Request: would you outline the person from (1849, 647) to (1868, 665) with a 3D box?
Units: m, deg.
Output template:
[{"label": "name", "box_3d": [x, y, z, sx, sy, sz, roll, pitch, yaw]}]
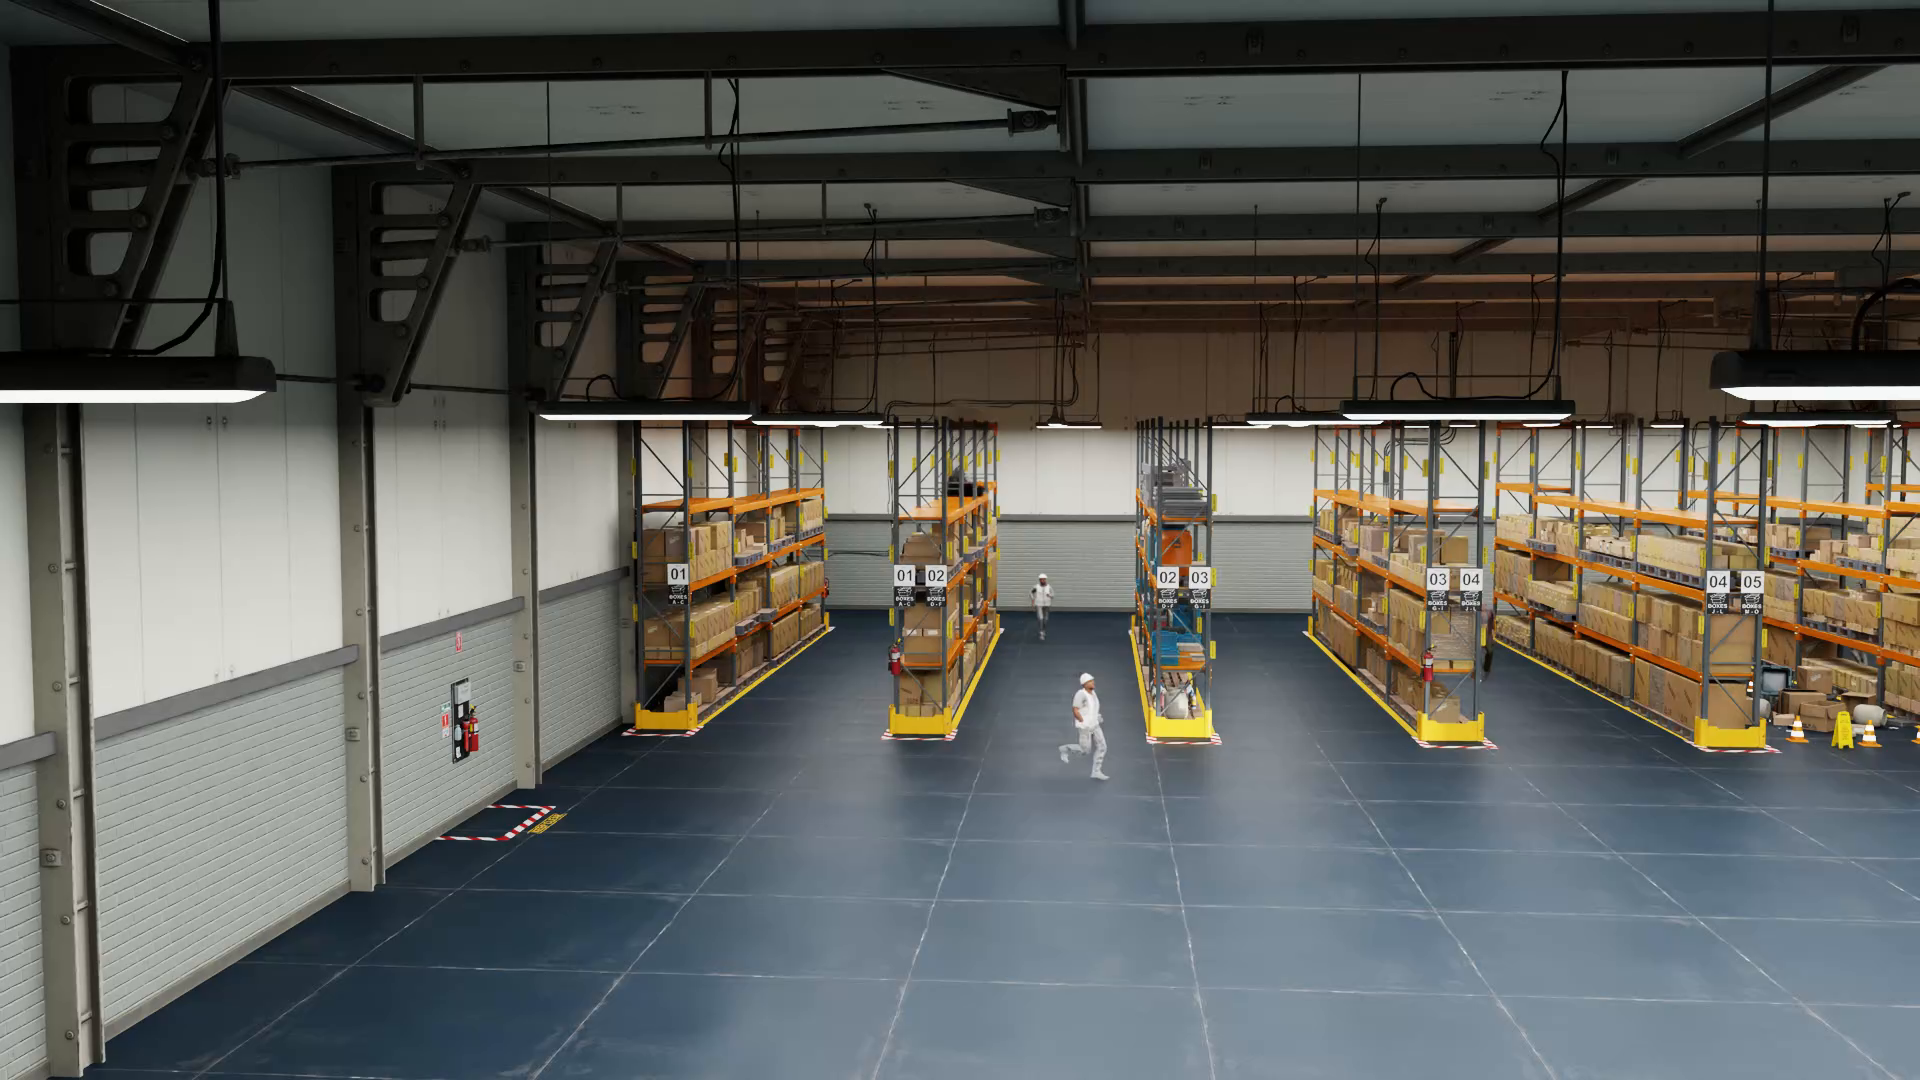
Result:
[{"label": "person", "box_3d": [21.417, 2.305, 39.558, 0.625, 1.658, 0.591, 0, 4, 5]}]

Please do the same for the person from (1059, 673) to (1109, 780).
[{"label": "person", "box_3d": [2.072, 3.074, 27.533, 0.865, 1.739, 0.667, 3, 5, 34]}]

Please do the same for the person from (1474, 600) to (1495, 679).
[{"label": "person", "box_3d": [12.160, 2.312, 38.742, 0.709, 1.856, 0.839, 0, 4, -2]}]

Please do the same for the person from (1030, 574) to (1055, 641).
[{"label": "person", "box_3d": [2.279, 1.831, 45.833, 0.642, 1.805, 0.884, -1, 4, -11]}]
